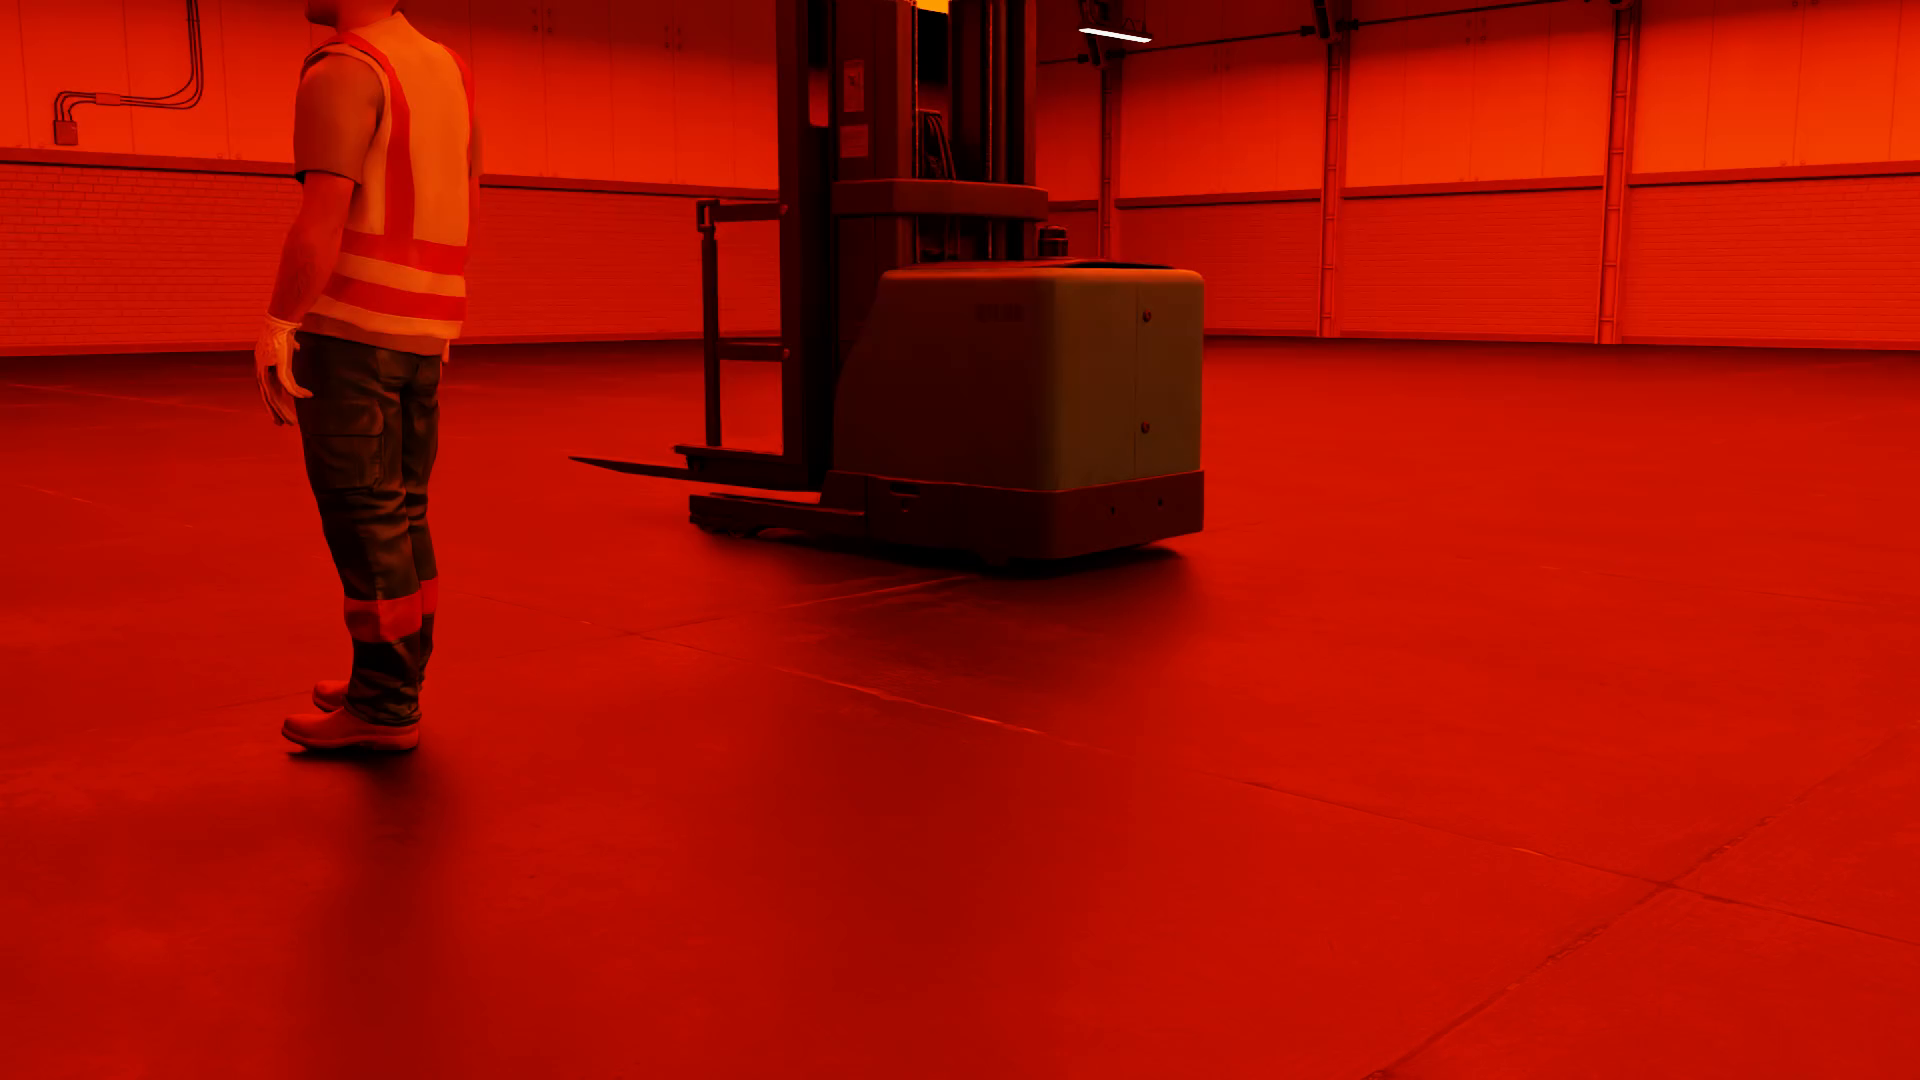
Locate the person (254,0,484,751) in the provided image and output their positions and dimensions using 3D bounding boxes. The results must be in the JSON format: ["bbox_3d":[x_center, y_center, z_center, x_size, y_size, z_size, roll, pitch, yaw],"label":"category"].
[{"bbox_3d":[-1.325,-0.436,3.557,0.565,1.787,0.639,2,9,12],"label":"person"}]

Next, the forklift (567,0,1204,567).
[{"bbox_3d":[-0.493,-1.510,6.902,3.031,2.935,1.130,7,11,41],"label":"forklift"}]
